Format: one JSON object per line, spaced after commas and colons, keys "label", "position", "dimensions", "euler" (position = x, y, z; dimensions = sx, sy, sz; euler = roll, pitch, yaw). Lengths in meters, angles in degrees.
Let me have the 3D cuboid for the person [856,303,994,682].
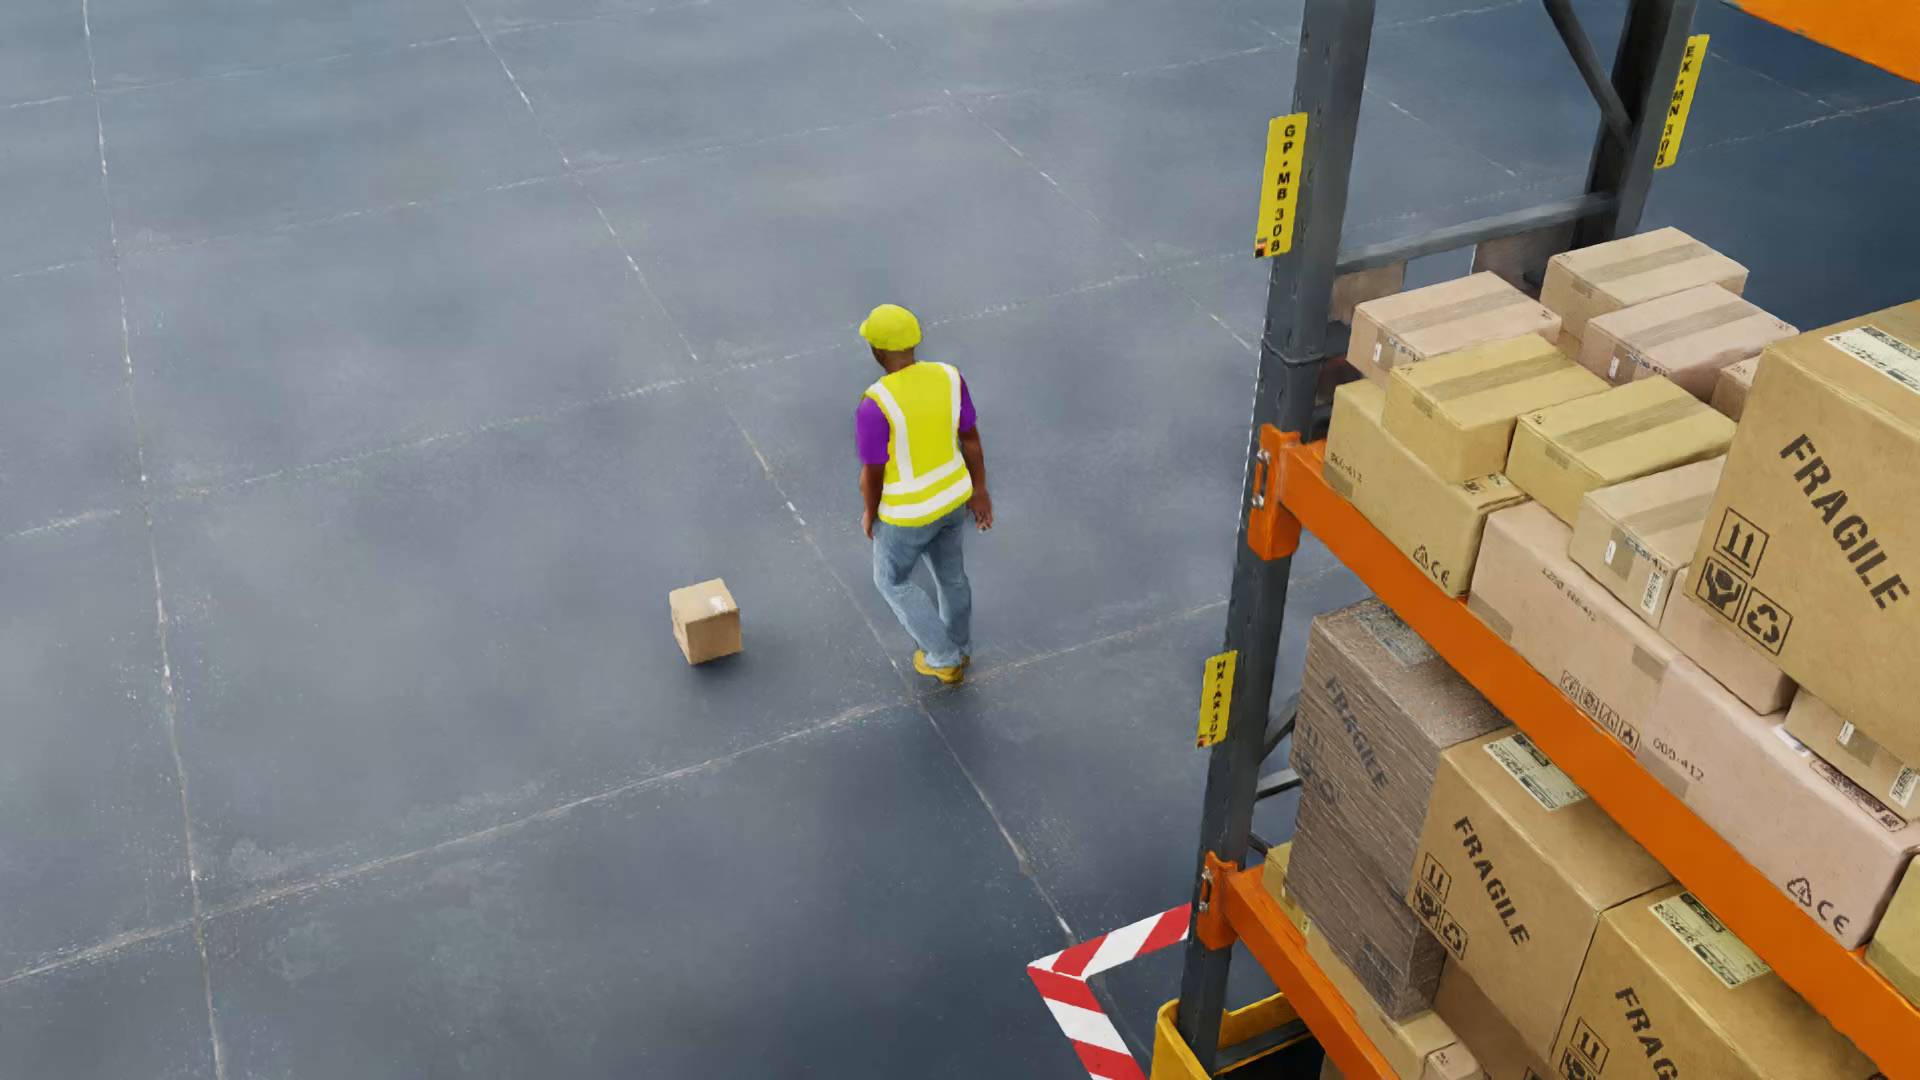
{"label": "person", "position": [-0.160, -0.158, 7.057], "dimensions": [0.577, 1.739, 0.679], "euler": [-30, 46, -33]}
